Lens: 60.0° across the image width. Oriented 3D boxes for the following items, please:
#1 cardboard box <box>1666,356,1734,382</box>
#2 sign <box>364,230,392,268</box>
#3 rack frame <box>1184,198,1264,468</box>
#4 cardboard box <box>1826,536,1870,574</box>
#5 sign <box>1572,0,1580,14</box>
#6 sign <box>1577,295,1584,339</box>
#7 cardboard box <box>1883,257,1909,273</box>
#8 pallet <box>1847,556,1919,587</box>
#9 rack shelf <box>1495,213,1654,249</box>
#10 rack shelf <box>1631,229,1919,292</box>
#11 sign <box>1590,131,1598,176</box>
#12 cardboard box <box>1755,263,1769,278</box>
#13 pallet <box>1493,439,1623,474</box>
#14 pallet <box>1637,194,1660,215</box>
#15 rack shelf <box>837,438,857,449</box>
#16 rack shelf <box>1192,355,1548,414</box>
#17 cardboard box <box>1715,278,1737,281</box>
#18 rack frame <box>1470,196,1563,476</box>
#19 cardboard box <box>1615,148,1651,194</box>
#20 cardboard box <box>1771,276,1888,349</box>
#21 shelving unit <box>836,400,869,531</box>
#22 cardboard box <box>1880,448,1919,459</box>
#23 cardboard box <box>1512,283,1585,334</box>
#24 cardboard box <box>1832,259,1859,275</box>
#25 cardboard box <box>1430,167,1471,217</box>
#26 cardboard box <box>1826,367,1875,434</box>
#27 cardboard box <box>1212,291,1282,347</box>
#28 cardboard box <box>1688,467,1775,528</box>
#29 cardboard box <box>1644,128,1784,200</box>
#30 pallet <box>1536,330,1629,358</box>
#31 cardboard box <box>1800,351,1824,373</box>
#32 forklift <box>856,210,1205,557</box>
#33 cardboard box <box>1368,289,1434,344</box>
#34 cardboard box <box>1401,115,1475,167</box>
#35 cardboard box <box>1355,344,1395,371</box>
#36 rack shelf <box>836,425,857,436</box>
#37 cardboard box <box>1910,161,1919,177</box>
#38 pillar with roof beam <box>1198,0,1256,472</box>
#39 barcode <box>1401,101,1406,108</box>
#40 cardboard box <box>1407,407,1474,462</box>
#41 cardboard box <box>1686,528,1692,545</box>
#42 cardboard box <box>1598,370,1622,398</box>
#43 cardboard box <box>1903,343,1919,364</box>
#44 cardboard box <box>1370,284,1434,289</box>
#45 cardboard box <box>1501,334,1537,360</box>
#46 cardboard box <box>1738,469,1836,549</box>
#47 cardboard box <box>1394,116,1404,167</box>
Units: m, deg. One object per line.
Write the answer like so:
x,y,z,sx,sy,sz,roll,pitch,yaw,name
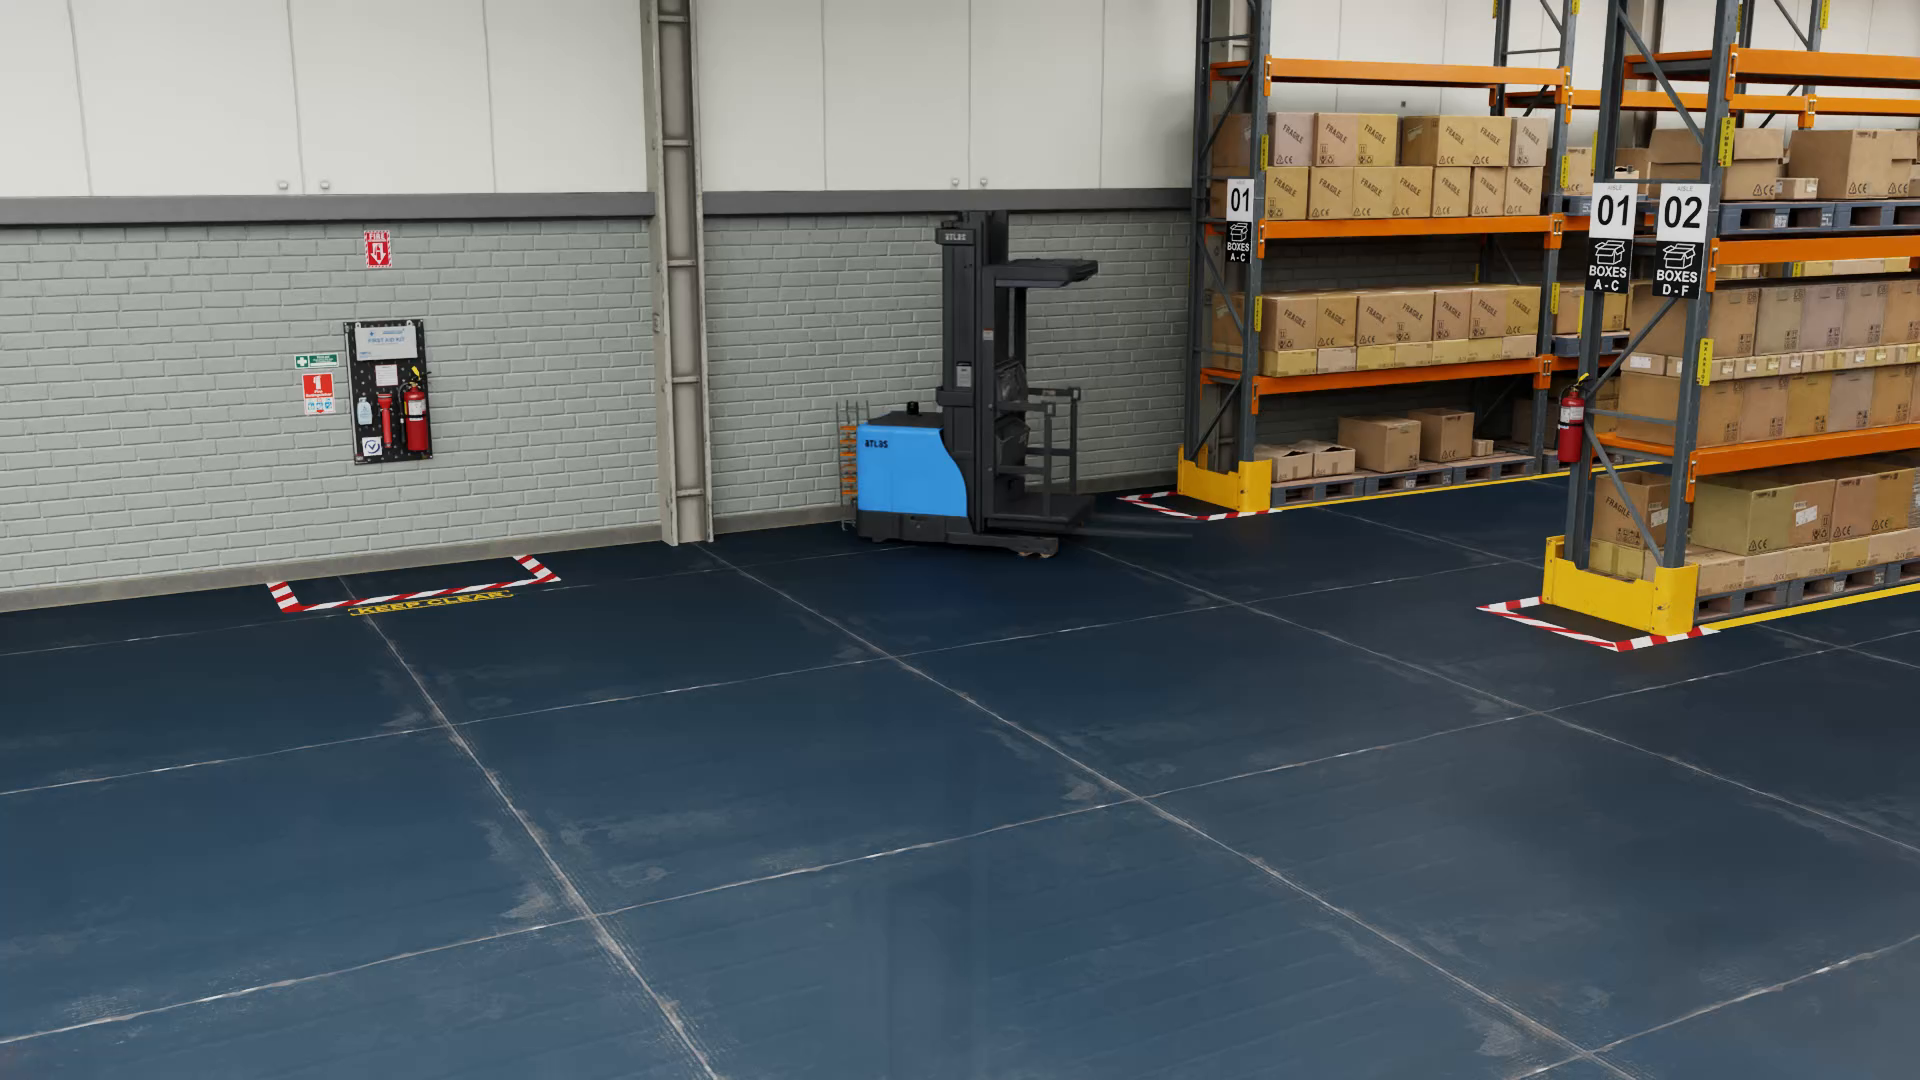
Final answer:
5.419,-1.261,12.177,0.250,0.149,0.380,-7,14,-28,cardboard box
-4.714,-2.356,13.468,0.199,0.298,0.001,-7,14,-28,sign
2.594,-1.851,16.501,0.127,3.000,1.000,-7,14,-28,rack frame
6.866,0.069,13.276,0.500,0.250,0.500,-7,14,-28,cardboard box
6.349,-5.586,17.127,0.005,0.325,0.100,-7,14,-28,sign
4.723,-1.683,12.578,0.005,0.325,0.100,-7,14,-28,sign
11.492,-3.425,20.836,0.500,0.250,0.500,-7,15,-29,cardboard box
7.764,0.119,14.101,1.213,0.211,1.003,-7,14,-28,pallet
7.861,-3.594,19.055,4.000,0.370,1.077,-7,14,-28,rack shelf
6.727,-2.219,12.945,4.000,0.370,1.077,-7,14,-28,rack shelf
4.723,-2.859,12.314,0.005,0.325,0.100,-7,14,-28,sign
9.890,-3.359,20.546,0.500,0.250,0.500,-6,14,-26,cardboard box
6.788,-0.993,19.042,1.213,0.211,1.003,-7,14,-28,pallet
7.607,-3.797,18.747,1.003,0.211,1.213,-7,14,-28,pallet
-0.978,-0.881,15.373,0.258,0.103,0.180,4,13,28,rack shelf
4.350,-1.710,17.514,4.000,0.370,1.077,-7,14,-28,rack shelf
8.731,-2.840,19.668,0.500,0.500,0.700,-8,15,-33,cardboard box
6.105,-2.271,18.370,0.127,3.000,1.000,-7,14,-28,rack frame
7.706,-4.160,18.748,0.500,0.500,0.500,-7,15,-30,cardboard box
6.774,-1.793,13.060,0.500,0.500,0.700,-7,14,-28,cardboard box
-0.971,-0.689,15.412,0.258,1.200,0.189,4,13,28,shelving unit
7.925,-0.558,14.355,0.500,0.500,0.500,-7,14,-28,cardboard box
6.568,-2.582,18.520,0.500,0.500,0.700,-7,14,-28,cardboard box
10.610,-3.317,20.355,0.500,0.250,0.500,-7,14,-29,cardboard box
4.862,-3.576,17.063,0.500,0.500,0.500,-7,15,-30,cardboard box
6.745,-1.155,13.183,0.500,0.500,0.700,-6,14,-26,cardboard box
2.906,-2.244,16.835,0.500,0.500,0.500,-7,14,-28,cardboard box
6.170,-0.347,13.419,0.500,0.500,0.500,-7,14,-28,cardboard box
5.478,-2.743,12.123,0.637,0.503,0.797,-6,14,-24,cardboard box
6.846,-2.230,18.624,1.213,0.211,1.003,-7,14,-28,pallet
6.324,-1.370,12.661,0.250,0.149,0.380,-7,15,-30,cardboard box
0.640,-1.408,14.691,3.031,2.935,1.130,4,13,16,forklift
4.500,-2.305,17.108,0.500,0.500,0.500,-6,14,-26,cardboard box
4.866,-4.060,16.933,0.500,0.500,0.500,-7,15,-30,cardboard box
4.074,-1.887,16.959,0.500,0.250,0.500,-7,15,-29,cardboard box
-0.982,-0.998,15.350,0.258,0.103,0.180,4,13,28,rack shelf
7.440,-2.951,13.487,0.500,0.311,0.500,-8,15,-31,cardboard box
4.857,-4.188,13.223,0.400,9.000,9.100,-7,14,-28,pillar with roof beam
4.679,-4.598,17.551,0.075,0.075,0.001,-7,14,-28,barcode
5.213,-1.150,18.077,0.500,0.500,0.500,-8,15,-32,cardboard box
5.733,0.072,13.264,0.500,0.250,0.500,-7,14,-28,cardboard box
7.583,-1.816,19.328,0.500,0.250,0.500,-7,15,-29,cardboard box
7.452,-1.506,13.263,0.250,0.149,0.380,-7,14,-28,cardboard box
4.697,-2.460,17.795,0.500,0.500,0.500,-6,14,-26,cardboard box
5.835,-2.100,17.904,0.500,0.250,0.500,-7,14,-28,cardboard box
6.419,-0.247,12.974,0.500,0.500,0.500,-7,14,-28,cardboard box
4.209,-4.115,17.178,0.500,0.500,0.500,-7,14,-28,cardboard box
